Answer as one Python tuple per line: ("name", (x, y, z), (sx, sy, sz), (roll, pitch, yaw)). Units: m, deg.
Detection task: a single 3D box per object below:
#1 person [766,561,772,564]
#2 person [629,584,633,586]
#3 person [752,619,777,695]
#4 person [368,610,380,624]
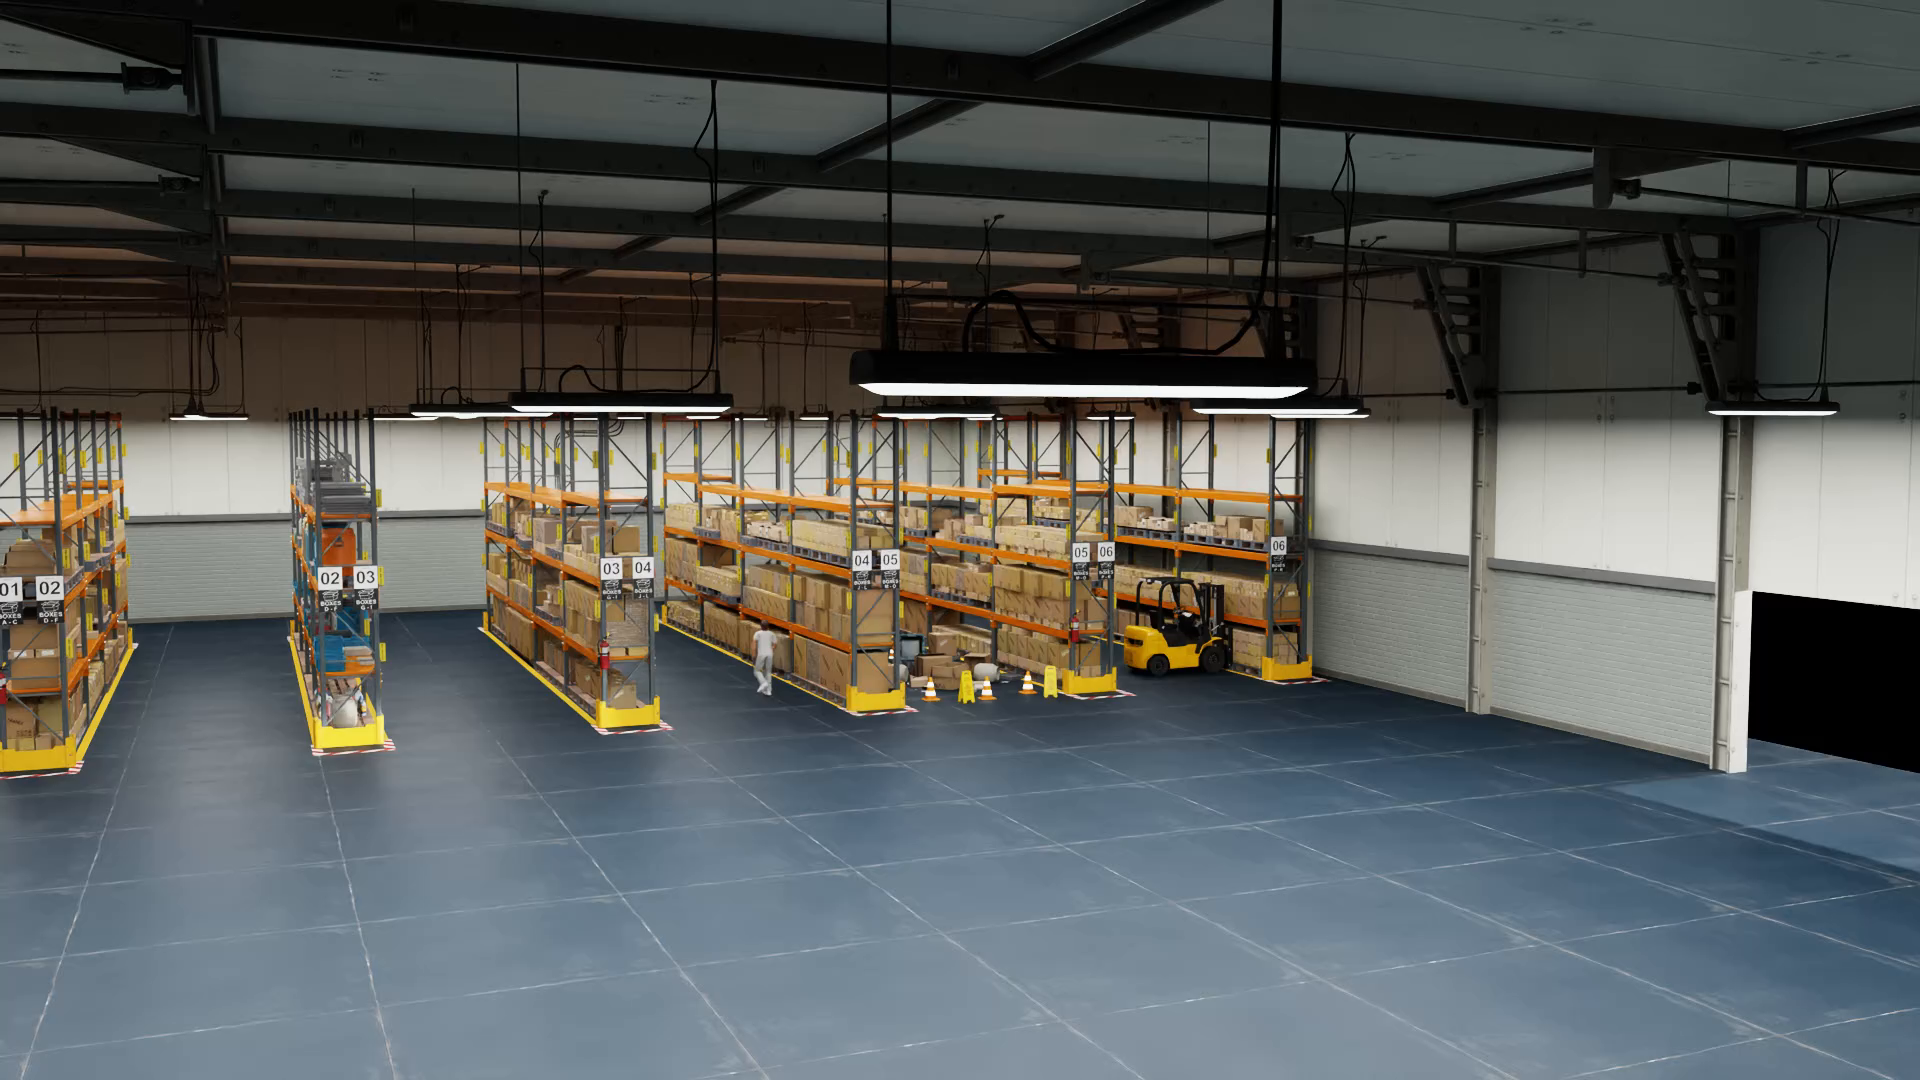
("person", (-5.667, 1.435, 49.400), (0.817, 1.627, 0.505), (-1, 4, -18))
("person", (-9.360, 1.477, 48.429), (0.615, 1.699, 0.864), (2, 5, 32))
("person", (-4.147, 2.477, 35.291), (0.569, 1.564, 0.711), (-2, 4, -22))
("person", (-16.784, 1.584, 47.436), (0.438, 1.612, 1.082), (-2, 4, -27))
